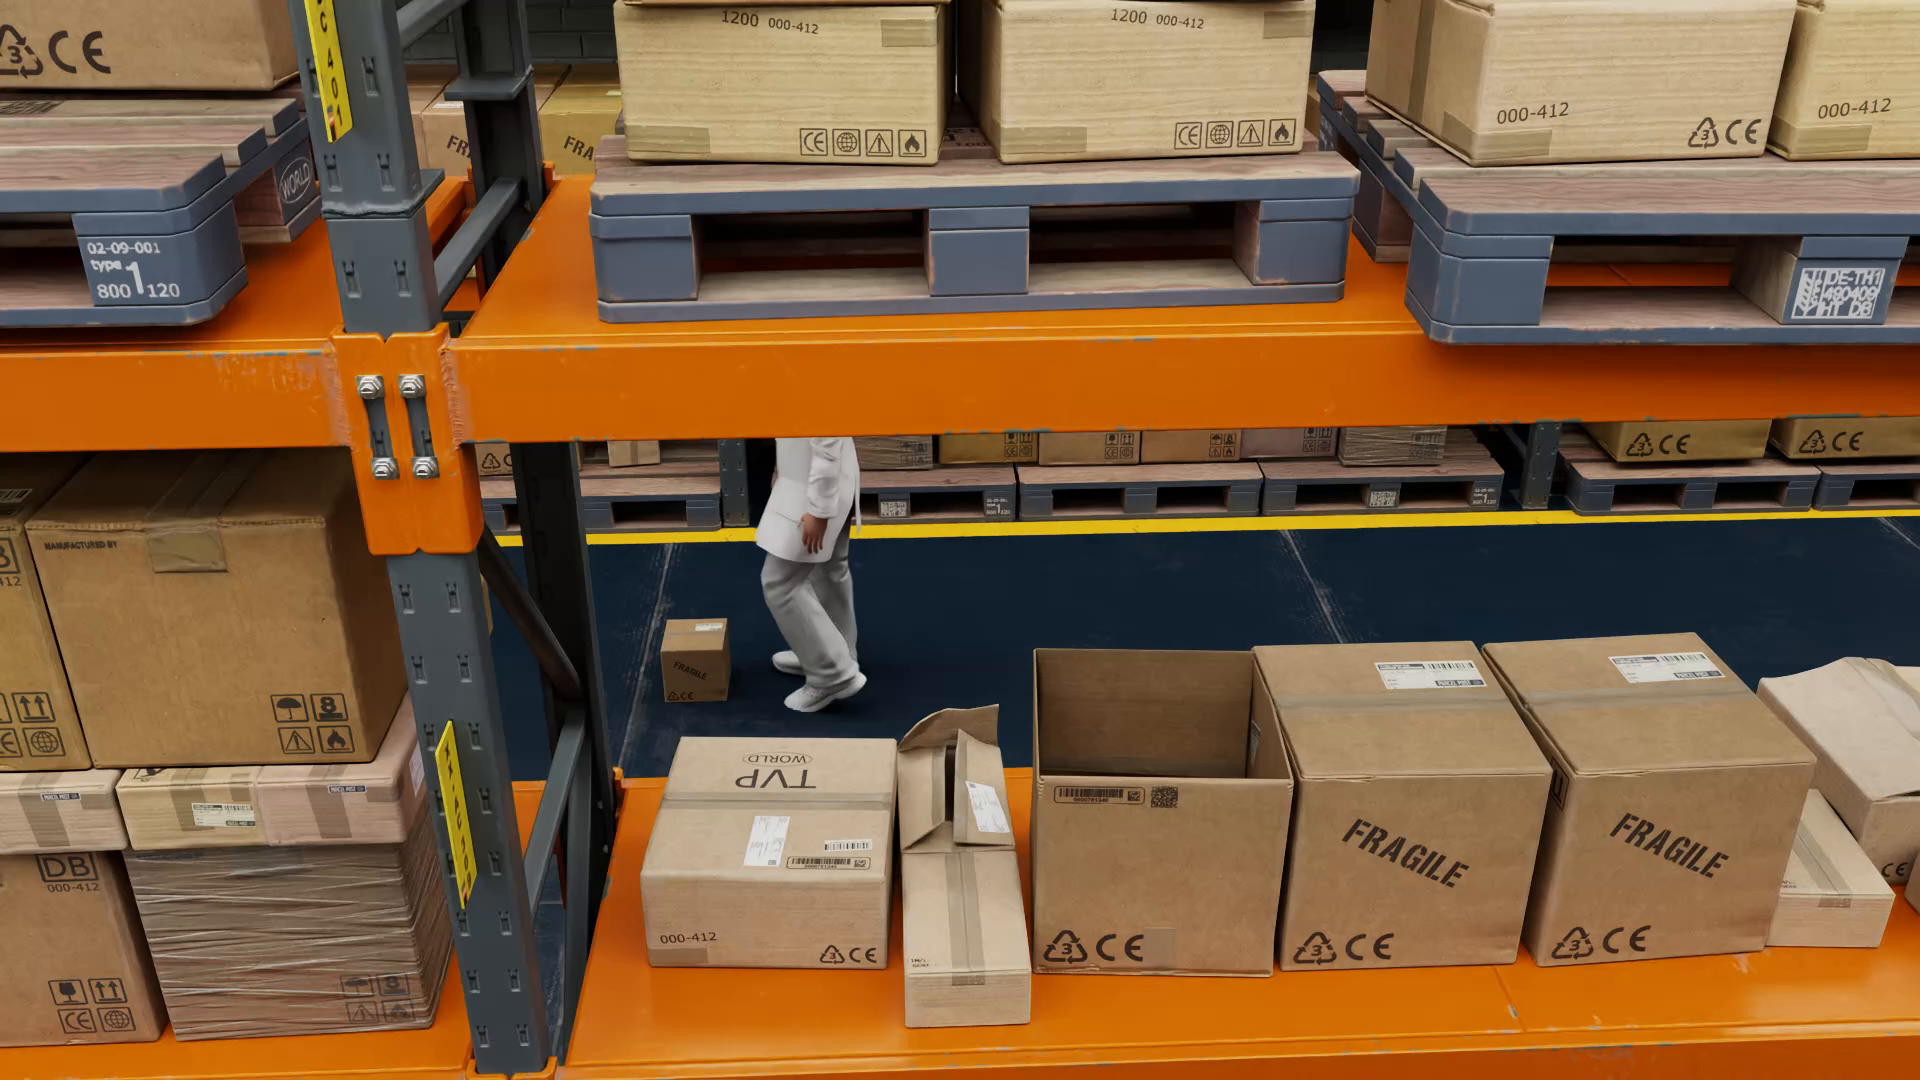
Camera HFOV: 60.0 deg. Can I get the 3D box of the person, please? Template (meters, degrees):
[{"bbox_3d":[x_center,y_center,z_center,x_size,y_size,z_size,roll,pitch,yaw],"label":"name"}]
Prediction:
[{"bbox_3d":[-0.577,-0.201,6.531,0.439,1.808,0.630,2,27,4],"label":"person"}]
